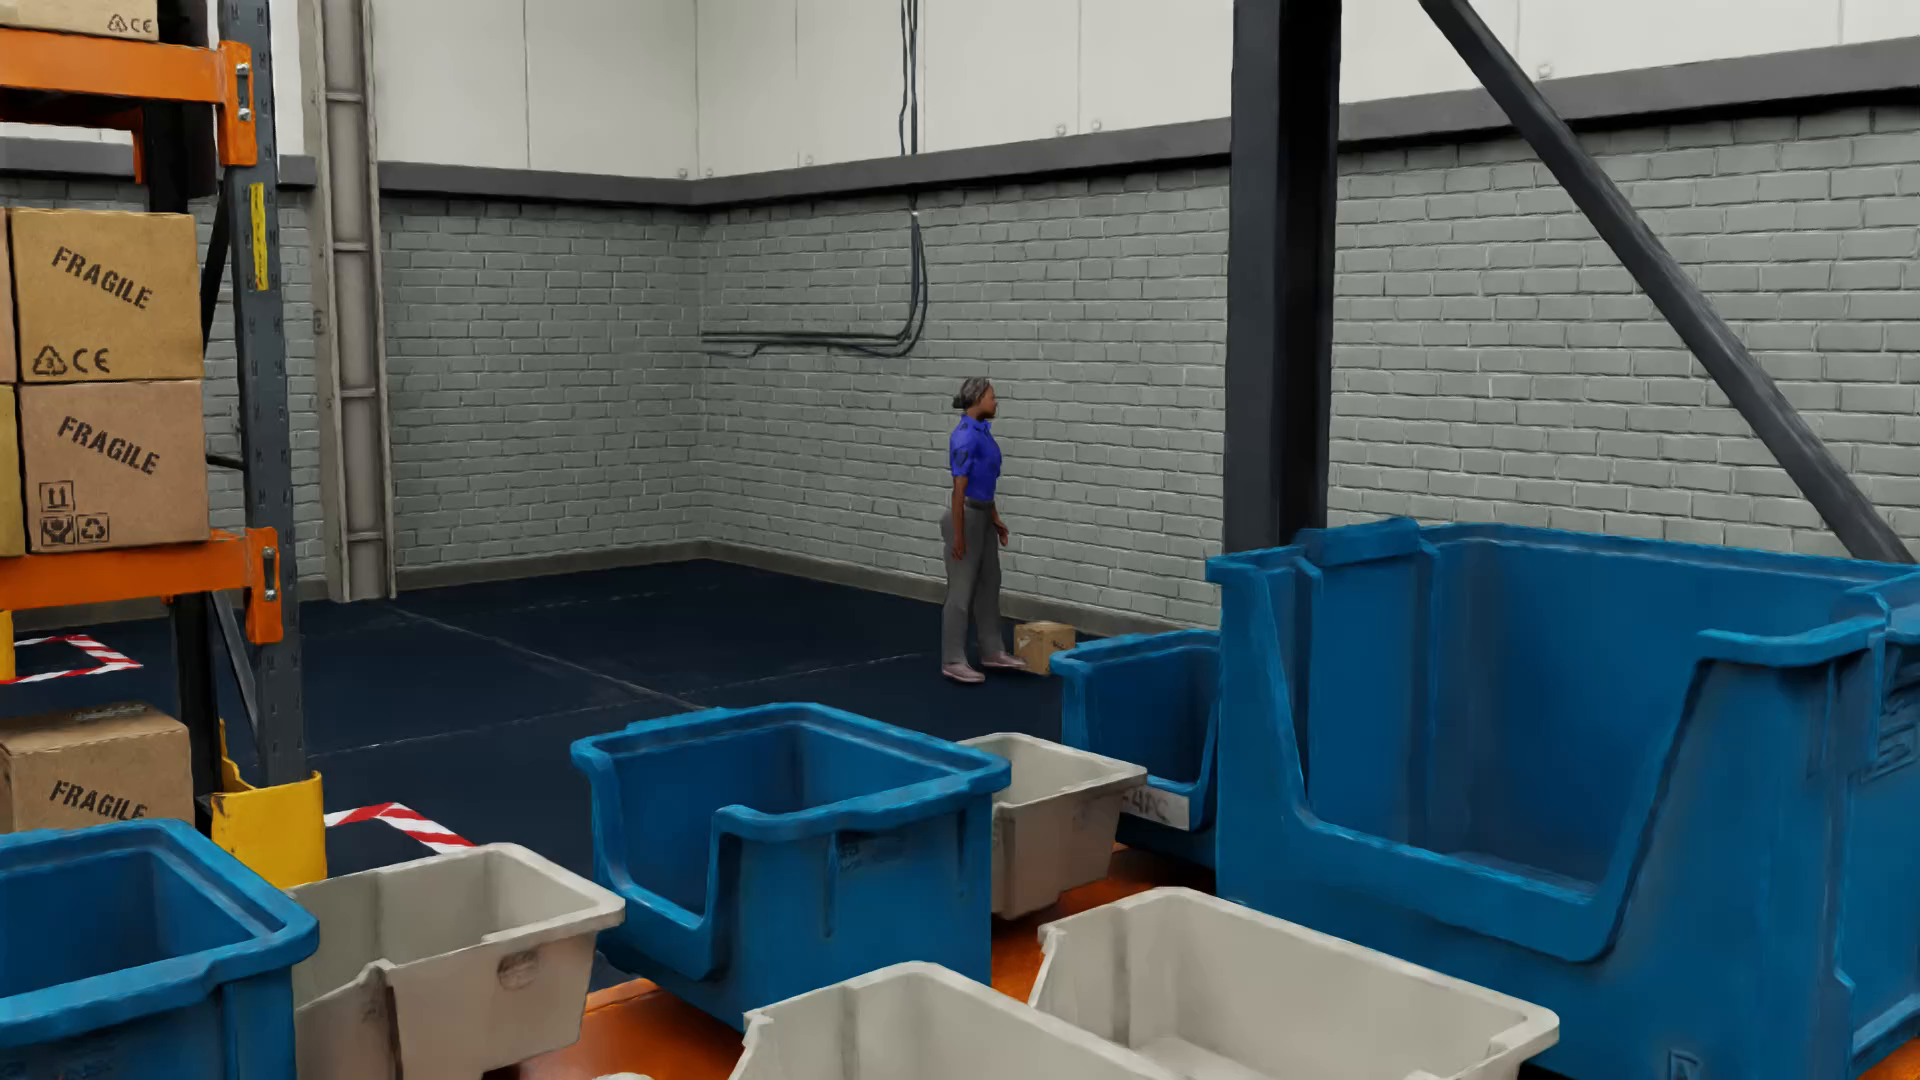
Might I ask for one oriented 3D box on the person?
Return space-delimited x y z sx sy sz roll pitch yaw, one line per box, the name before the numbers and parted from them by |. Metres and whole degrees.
person | 0.127 -0.067 9.172 0.463 1.665 0.495 2 8 15
